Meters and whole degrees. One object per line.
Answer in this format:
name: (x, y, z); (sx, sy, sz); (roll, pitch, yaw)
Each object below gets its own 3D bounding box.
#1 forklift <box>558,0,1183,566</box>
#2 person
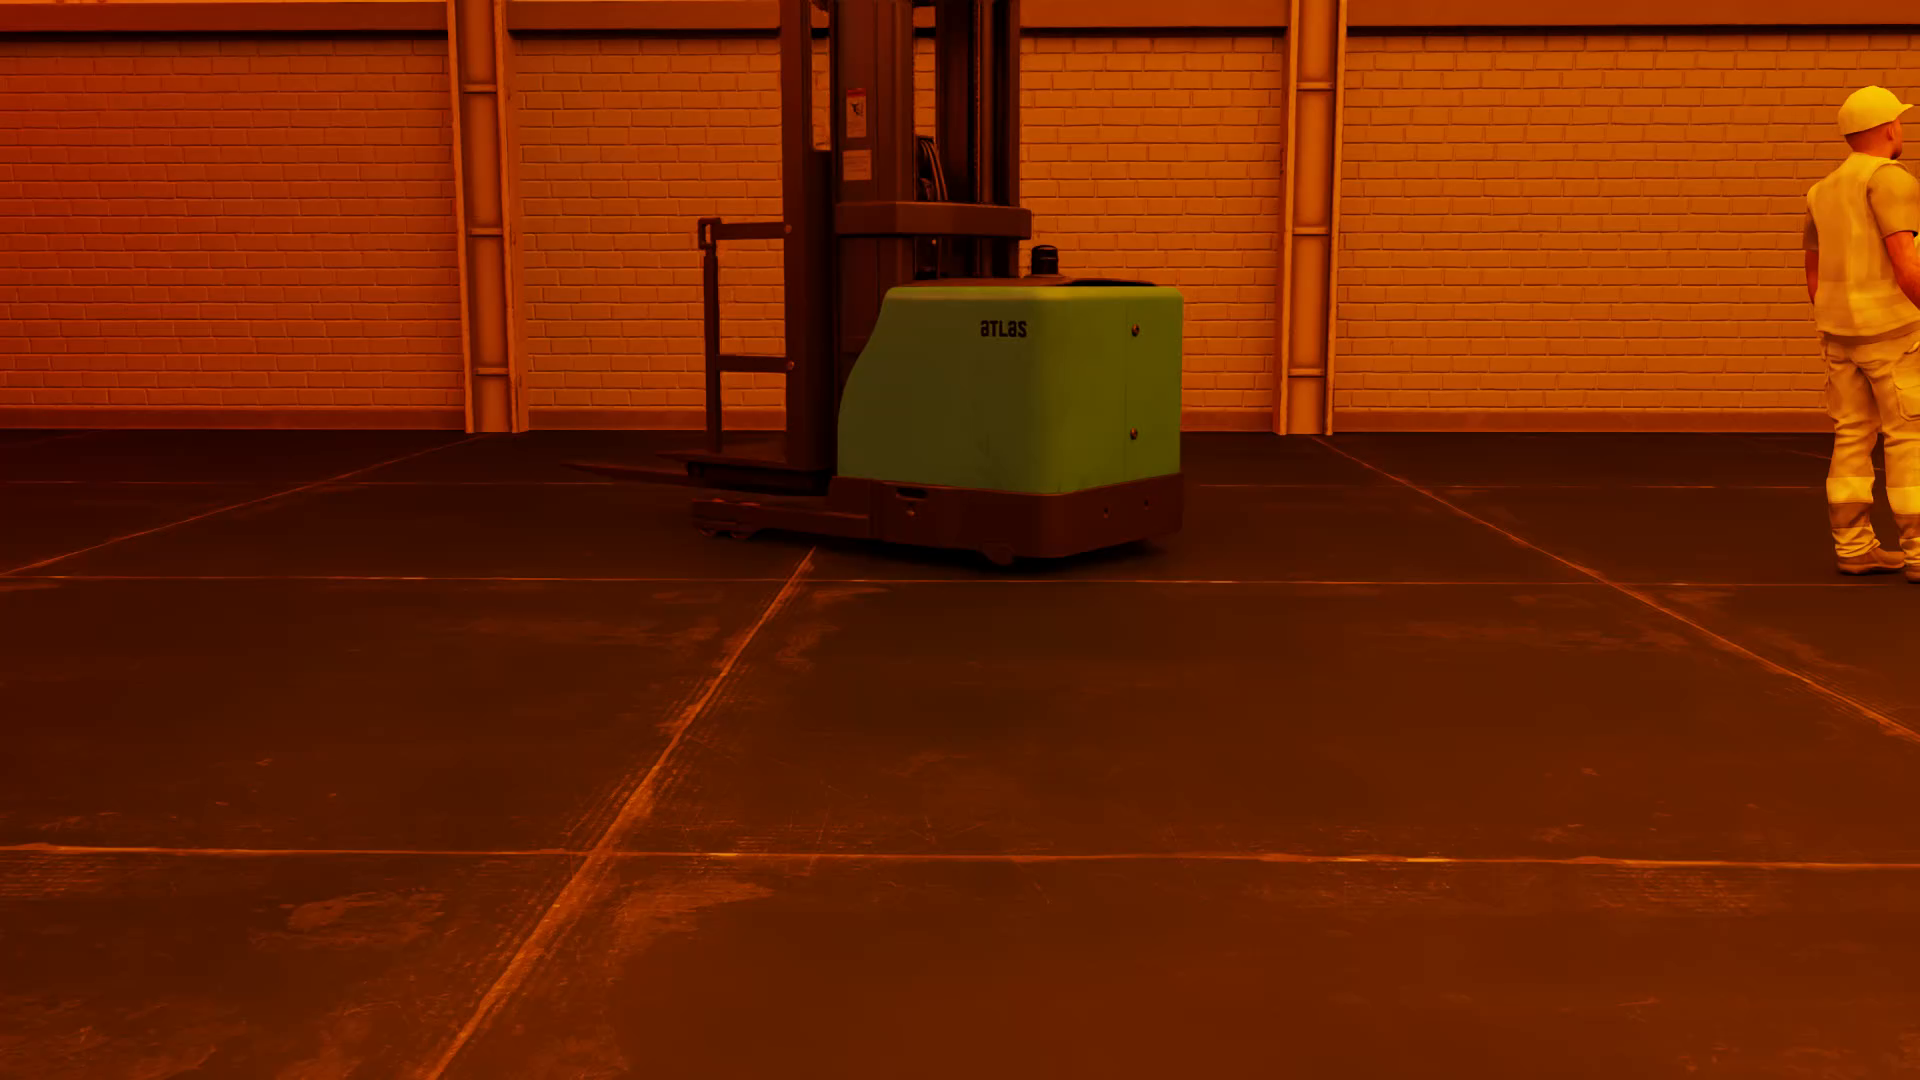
forklift: (-0.552, -1.504, 7.264); (3.031, 2.935, 1.130); (7, 11, 37)
person: (3.457, -0.764, 6.153); (0.563, 1.789, 0.637); (-1, 9, -7)
